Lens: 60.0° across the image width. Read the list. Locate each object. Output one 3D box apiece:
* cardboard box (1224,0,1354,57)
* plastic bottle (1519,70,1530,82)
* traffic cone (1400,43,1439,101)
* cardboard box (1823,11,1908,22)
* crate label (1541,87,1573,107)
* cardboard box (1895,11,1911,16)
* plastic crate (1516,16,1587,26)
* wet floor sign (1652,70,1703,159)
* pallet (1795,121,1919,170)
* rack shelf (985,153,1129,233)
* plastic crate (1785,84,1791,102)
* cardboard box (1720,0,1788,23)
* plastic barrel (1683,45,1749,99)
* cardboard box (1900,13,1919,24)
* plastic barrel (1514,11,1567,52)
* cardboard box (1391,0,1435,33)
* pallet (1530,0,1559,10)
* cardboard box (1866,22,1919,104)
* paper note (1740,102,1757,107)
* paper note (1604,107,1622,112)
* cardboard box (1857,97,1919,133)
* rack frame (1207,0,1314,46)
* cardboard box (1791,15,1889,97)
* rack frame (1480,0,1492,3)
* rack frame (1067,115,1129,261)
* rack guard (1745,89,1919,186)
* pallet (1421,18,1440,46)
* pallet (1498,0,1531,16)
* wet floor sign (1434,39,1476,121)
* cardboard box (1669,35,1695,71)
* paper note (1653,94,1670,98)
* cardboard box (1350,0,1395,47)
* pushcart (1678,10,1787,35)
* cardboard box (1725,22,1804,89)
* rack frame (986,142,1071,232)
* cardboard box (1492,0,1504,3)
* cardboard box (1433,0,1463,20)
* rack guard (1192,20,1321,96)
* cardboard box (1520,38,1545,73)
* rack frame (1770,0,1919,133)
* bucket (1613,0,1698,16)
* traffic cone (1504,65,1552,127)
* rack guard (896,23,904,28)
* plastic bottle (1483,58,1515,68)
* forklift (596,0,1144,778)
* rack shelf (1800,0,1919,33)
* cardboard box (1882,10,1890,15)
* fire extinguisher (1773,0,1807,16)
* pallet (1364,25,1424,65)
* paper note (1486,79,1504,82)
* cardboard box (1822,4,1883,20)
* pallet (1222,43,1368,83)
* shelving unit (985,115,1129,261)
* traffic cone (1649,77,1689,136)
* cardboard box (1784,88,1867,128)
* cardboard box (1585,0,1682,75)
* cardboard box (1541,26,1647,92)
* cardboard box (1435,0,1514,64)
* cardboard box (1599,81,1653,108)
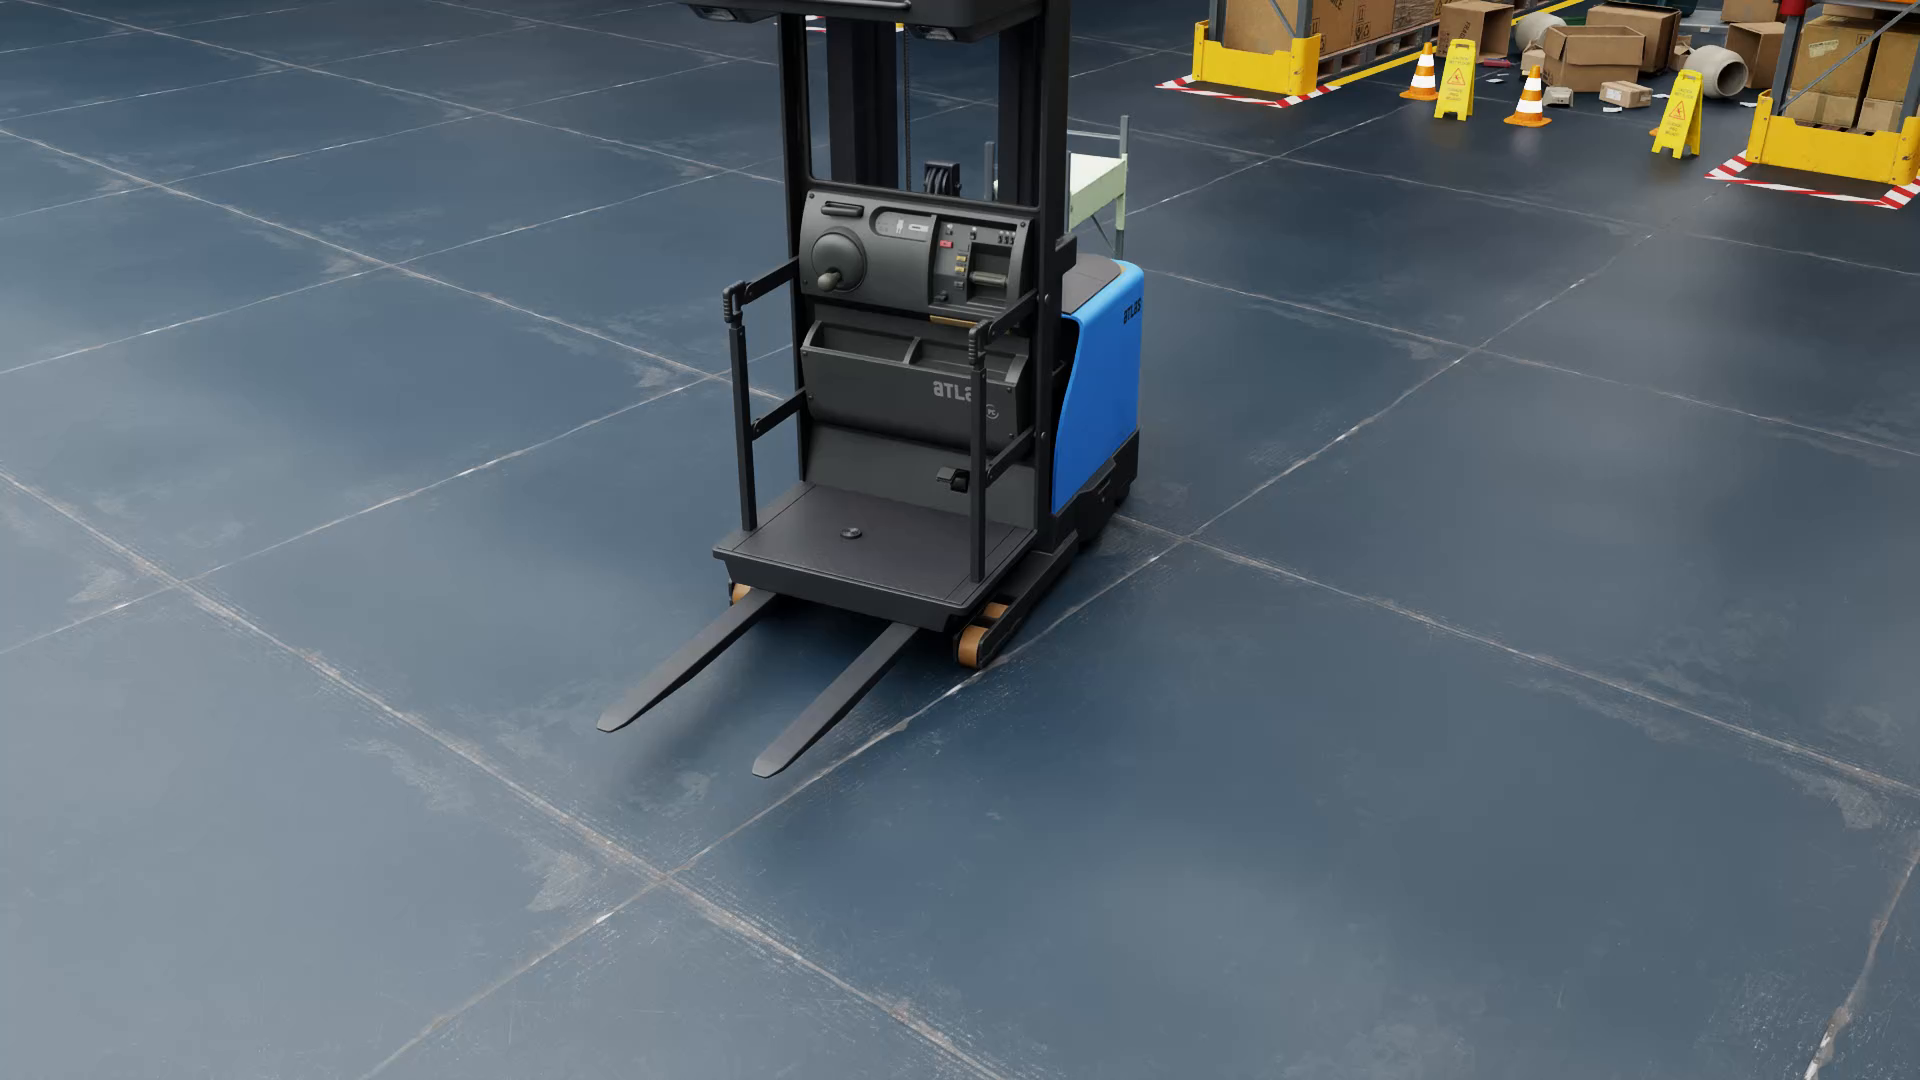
[{"bbox_3d":[3.110,-5.065,15.632,0.875,0.875,0.875,21,34,35],"label":"cardboard box"},{"bbox_3d":[5.333,-4.364,15.618,0.133,0.061,0.283,9,29,17],"label":"plastic bottle"},{"bbox_3d":[4.163,-4.209,14.882,0.336,0.463,0.334,21,34,34],"label":"traffic cone"},{"bbox_3d":[7.251,-3.996,13.430,0.500,0.500,0.500,22,35,36],"label":"cardboard box"},{"bbox_3d":[5.271,-3.910,14.660,0.250,0.136,0.298,4,28,8],"label":"crate label"},{"bbox_3d":[7.577,-4.173,13.771,0.500,0.500,0.500,20,33,33],"label":"cardboard box"},{"bbox_3d":[6.174,-5.313,17.253,0.662,0.188,0.450,-10,19,-18],"label":"plastic crate"},{"bbox_3d":[5.667,-3.351,13.026,0.232,0.644,0.267,-15,31,-27],"label":"wet floor sign"},{"bbox_3d":[7.206,-3.218,13.240,1.003,0.211,1.213,21,34,34],"label":"pallet"},{"bbox_3d":[0.459,-1.567,7.798,0.431,0.370,0.720,12,30,22],"label":"rack shelf"},{"bbox_3d":[7.526,-3.956,14.810,0.402,0.080,0.583,9,29,17],"label":"plastic crate"},{"bbox_3d":[7.765,-5.305,16.137,0.500,0.500,0.500,21,34,34],"label":"cardboard box"},{"bbox_3d":[6.759,-4.182,14.873,0.421,0.421,0.512,-5,28,-9],"label":"plastic barrel"},{"bbox_3d":[7.684,-3.850,13.148,0.500,0.500,0.500,19,33,33],"label":"cardboard box"},{"bbox_3d":[5.736,-4.986,16.427,0.421,0.421,0.512,-5,28,-9],"label":"plastic barrel"},{"bbox_3d":[4.249,-5.700,16.859,0.875,0.875,0.875,21,34,35],"label":"cardboard box"},{"bbox_3d":[6.482,-6.472,19.531,1.003,0.211,1.213,21,34,34],"label":"pallet"},{"bbox_3d":[7.354,-3.664,12.787,0.500,0.500,0.500,19,33,33],"label":"cardboard box"},{"bbox_3d":[6.953,-3.842,14.643,0.142,0.019,0.148,9,29,17],"label":"paper note"},{"bbox_3d":[5.679,-3.750,14.465,0.148,0.019,0.142,9,29,17],"label":"paper note"},{"bbox_3d":[7.340,-3.322,12.942,0.500,0.250,0.500,20,34,34],"label":"cardboard box"},{"bbox_3d":[2.729,-5.562,14.738,1.000,3.000,0.127,21,34,34],"label":"rack frame"},{"bbox_3d":[6.922,-3.810,13.070,0.500,0.500,0.500,21,34,35],"label":"cardboard box"},{"bbox_3d":[5.274,-6.981,17.479,1.000,3.000,0.127,21,34,34],"label":"rack frame"},{"bbox_3d":[0.616,-1.373,8.271,0.400,1.500,0.023,12,30,22],"label":"rack frame"},{"bbox_3d":[6.662,-3.068,12.637,1.175,0.500,0.348,21,34,34],"label":"rack guard"},{"bbox_3d":[4.730,-5.495,17.643,1.003,0.211,1.213,21,34,34],"label":"pallet"},{"bbox_3d":[5.706,-6.038,18.691,1.003,0.211,1.213,21,34,34],"label":"pallet"},{"bbox_3d":[4.239,-3.928,14.140,0.267,0.644,0.232,15,31,26],"label":"wet floor sign"},{"bbox_3d":[6.983,-4.694,16.034,0.258,0.266,0.396,0,27,0],"label":"cardboard box"},{"bbox_3d":[6.335,-4.002,14.965,0.142,0.019,0.148,-15,31,-27],"label":"paper note"},{"bbox_3d":[3.668,-5.378,16.236,0.875,0.875,0.875,20,34,34],"label":"cardboard box"},{"bbox_3d":[7.366,-5.054,16.608,1.648,0.377,0.936,9,29,17],"label":"pushcart"},{"bbox_3d":[7.426,-4.478,15.360,0.500,0.500,0.500,-5,28,-9],"label":"cardboard box"},{"bbox_3d":[0.302,-1.069,7.684,0.400,1.500,0.023,12,30,22],"label":"rack frame"},{"bbox_3d":[5.599,-6.414,18.376,1.050,0.750,0.750,21,34,34],"label":"cardboard box"},{"bbox_3d":[4.820,-6.021,17.479,0.875,0.875,0.875,21,34,35],"label":"cardboard box"},{"bbox_3d":[2.714,-4.444,15.296,1.175,0.500,0.348,21,34,34],"label":"rack guard"},{"bbox_3d":[5.602,-4.619,15.889,0.258,0.266,0.396,-21,34,-35],"label":"cardboard box"},{"bbox_3d":[6.613,-4.152,12.011,1.000,3.000,0.127,21,34,34],"label":"rack frame"},{"bbox_3d":[6.966,-5.480,16.486,0.620,0.611,0.726,-5,26,-32],"label":"bucket"},{"bbox_3d":[4.819,-3.758,14.011,0.336,0.463,0.334,21,34,34],"label":"traffic cone"},{"bbox_3d":[-0.985,-5.965,18.236,1.175,0.500,0.348,21,34,34],"label":"rack guard"},{"bbox_3d":[5.227,-4.621,16.116,0.283,0.061,0.133,9,29,17],"label":"plastic bottle"},{"bbox_3d":[-0.269,-1.041,6.072,1.130,2.935,3.031,12,30,22],"label":"forklift"},{"bbox_3d":[7.885,-4.541,13.547,1.077,0.370,4.000,21,34,34],"label":"rack shelf"},{"bbox_3d":[7.266,-4.336,13.381,0.380,0.149,0.250,21,34,35],"label":"cardboard box"},{"bbox_3d":[6.185,-4.211,12.210,0.296,0.674,0.183,21,34,34],"label":"fire extinguisher"},{"bbox_3d":[3.954,-5.061,16.803,1.003,0.211,1.213,21,34,34],"label":"pallet"},{"bbox_3d":[5.010,-4.288,15.507,0.142,0.017,0.144,-15,31,-27],"label":"paper note"},{"bbox_3d":[7.103,-4.248,13.210,0.380,0.149,0.250,22,35,36],"label":"cardboard box"},{"bbox_3d":[3.178,-4.630,15.971,1.003,0.211,1.213,21,34,34],"label":"pallet"},{"bbox_3d":[0.459,-1.221,7.977,0.431,1.500,0.755,12,30,22],"label":"shelving unit"},{"bbox_3d":[5.891,-3.554,13.617,0.336,0.463,0.334,21,34,34],"label":"traffic cone"},{"bbox_3d":[6.935,-3.491,13.268,0.500,0.250,0.500,21,34,34],"label":"cardboard box"},{"bbox_3d":[6.365,-4.800,15.833,0.797,0.637,0.503,21,34,34],"label":"cardboard box"},{"bbox_3d":[5.777,-4.405,15.218,0.797,0.503,0.637,0,27,0],"label":"cardboard box"},{"bbox_3d":[5.078,-5.021,16.409,0.500,0.500,0.500,-21,34,-35],"label":"cardboard box"},{"bbox_3d":[5.888,-3.940,14.705,0.250,0.149,0.380,-10,29,-18],"label":"cardboard box"}]
